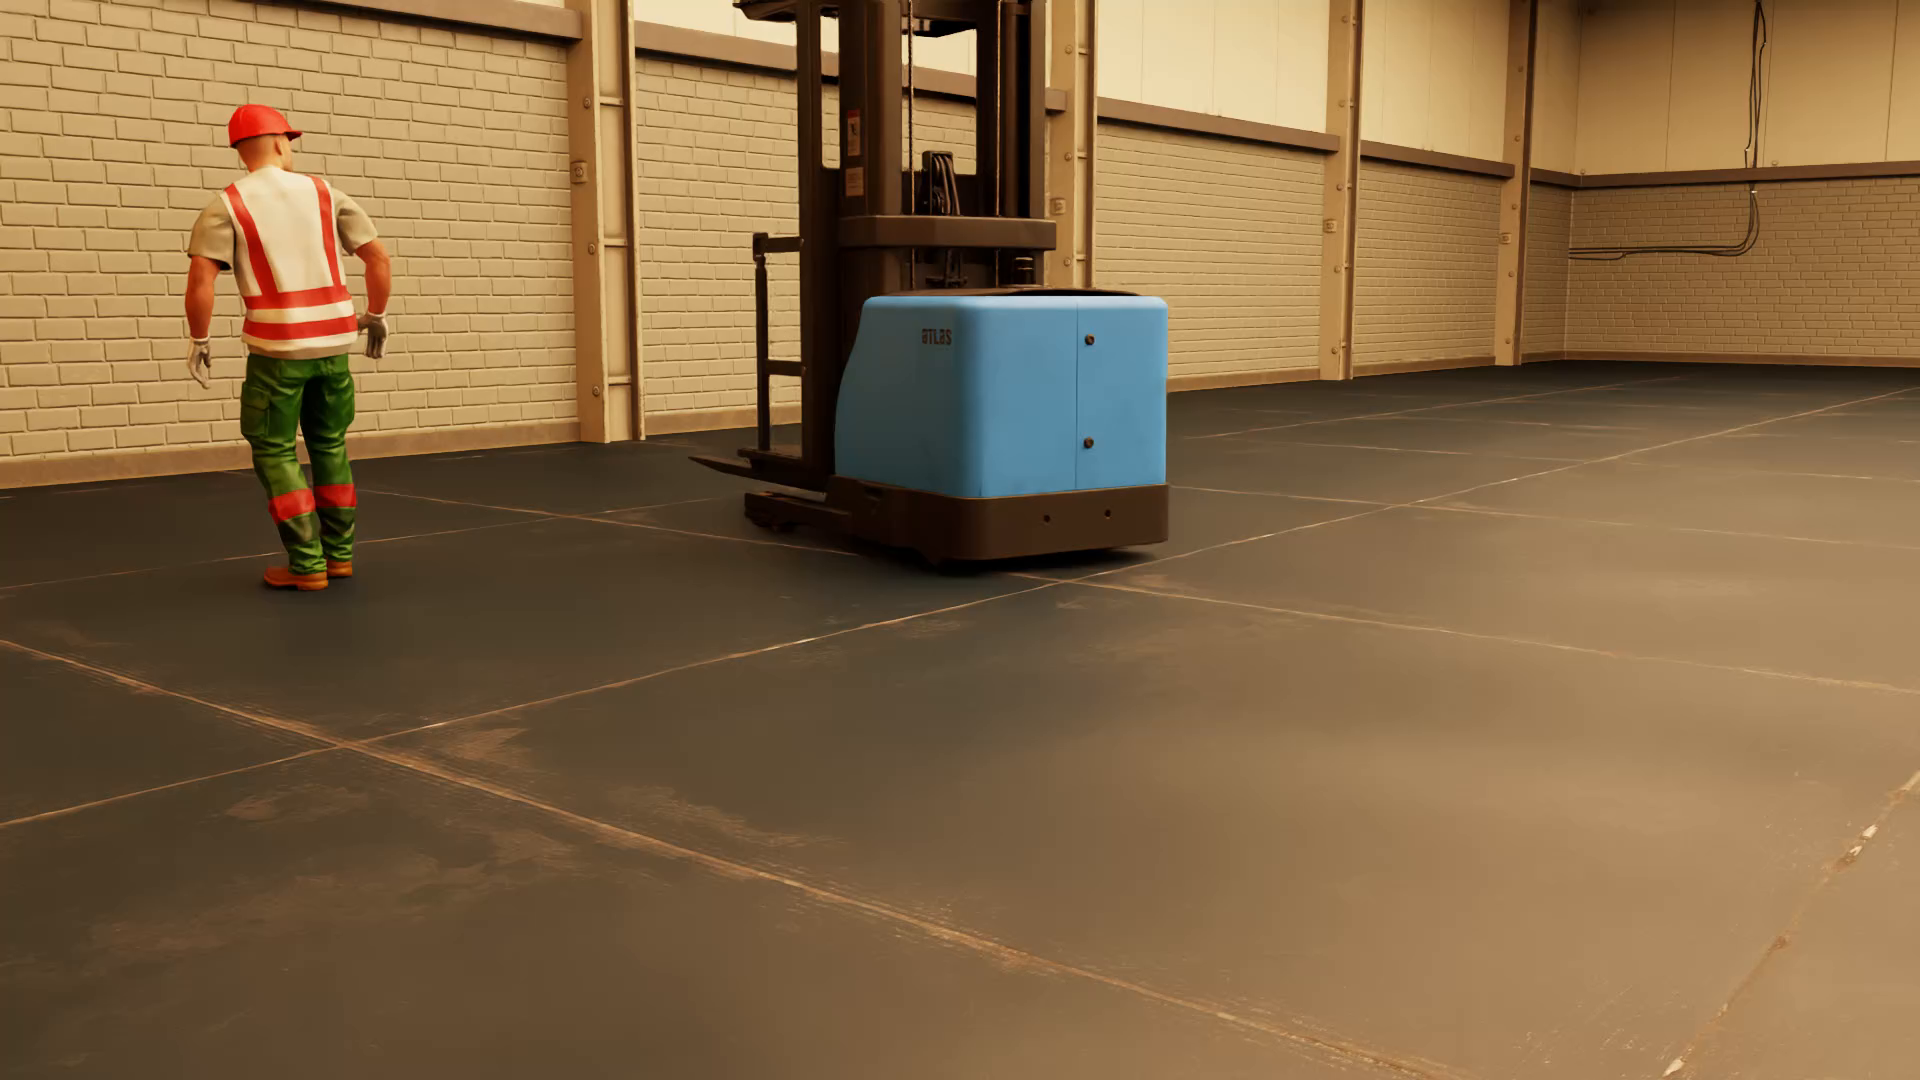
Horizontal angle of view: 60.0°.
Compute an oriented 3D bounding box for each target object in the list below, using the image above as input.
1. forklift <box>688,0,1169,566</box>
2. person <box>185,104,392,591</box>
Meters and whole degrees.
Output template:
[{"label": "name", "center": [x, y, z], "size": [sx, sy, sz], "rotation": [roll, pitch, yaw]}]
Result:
[{"label": "forklift", "center": [-0.357, -1.520, 7.667], "size": [1.130, 2.935, 3.031], "rotation": [-5, 10, -32]}, {"label": "person", "center": [-2.511, -0.713, 6.190], "size": [0.510, 1.765, 0.763], "rotation": [8, 11, 42]}]
